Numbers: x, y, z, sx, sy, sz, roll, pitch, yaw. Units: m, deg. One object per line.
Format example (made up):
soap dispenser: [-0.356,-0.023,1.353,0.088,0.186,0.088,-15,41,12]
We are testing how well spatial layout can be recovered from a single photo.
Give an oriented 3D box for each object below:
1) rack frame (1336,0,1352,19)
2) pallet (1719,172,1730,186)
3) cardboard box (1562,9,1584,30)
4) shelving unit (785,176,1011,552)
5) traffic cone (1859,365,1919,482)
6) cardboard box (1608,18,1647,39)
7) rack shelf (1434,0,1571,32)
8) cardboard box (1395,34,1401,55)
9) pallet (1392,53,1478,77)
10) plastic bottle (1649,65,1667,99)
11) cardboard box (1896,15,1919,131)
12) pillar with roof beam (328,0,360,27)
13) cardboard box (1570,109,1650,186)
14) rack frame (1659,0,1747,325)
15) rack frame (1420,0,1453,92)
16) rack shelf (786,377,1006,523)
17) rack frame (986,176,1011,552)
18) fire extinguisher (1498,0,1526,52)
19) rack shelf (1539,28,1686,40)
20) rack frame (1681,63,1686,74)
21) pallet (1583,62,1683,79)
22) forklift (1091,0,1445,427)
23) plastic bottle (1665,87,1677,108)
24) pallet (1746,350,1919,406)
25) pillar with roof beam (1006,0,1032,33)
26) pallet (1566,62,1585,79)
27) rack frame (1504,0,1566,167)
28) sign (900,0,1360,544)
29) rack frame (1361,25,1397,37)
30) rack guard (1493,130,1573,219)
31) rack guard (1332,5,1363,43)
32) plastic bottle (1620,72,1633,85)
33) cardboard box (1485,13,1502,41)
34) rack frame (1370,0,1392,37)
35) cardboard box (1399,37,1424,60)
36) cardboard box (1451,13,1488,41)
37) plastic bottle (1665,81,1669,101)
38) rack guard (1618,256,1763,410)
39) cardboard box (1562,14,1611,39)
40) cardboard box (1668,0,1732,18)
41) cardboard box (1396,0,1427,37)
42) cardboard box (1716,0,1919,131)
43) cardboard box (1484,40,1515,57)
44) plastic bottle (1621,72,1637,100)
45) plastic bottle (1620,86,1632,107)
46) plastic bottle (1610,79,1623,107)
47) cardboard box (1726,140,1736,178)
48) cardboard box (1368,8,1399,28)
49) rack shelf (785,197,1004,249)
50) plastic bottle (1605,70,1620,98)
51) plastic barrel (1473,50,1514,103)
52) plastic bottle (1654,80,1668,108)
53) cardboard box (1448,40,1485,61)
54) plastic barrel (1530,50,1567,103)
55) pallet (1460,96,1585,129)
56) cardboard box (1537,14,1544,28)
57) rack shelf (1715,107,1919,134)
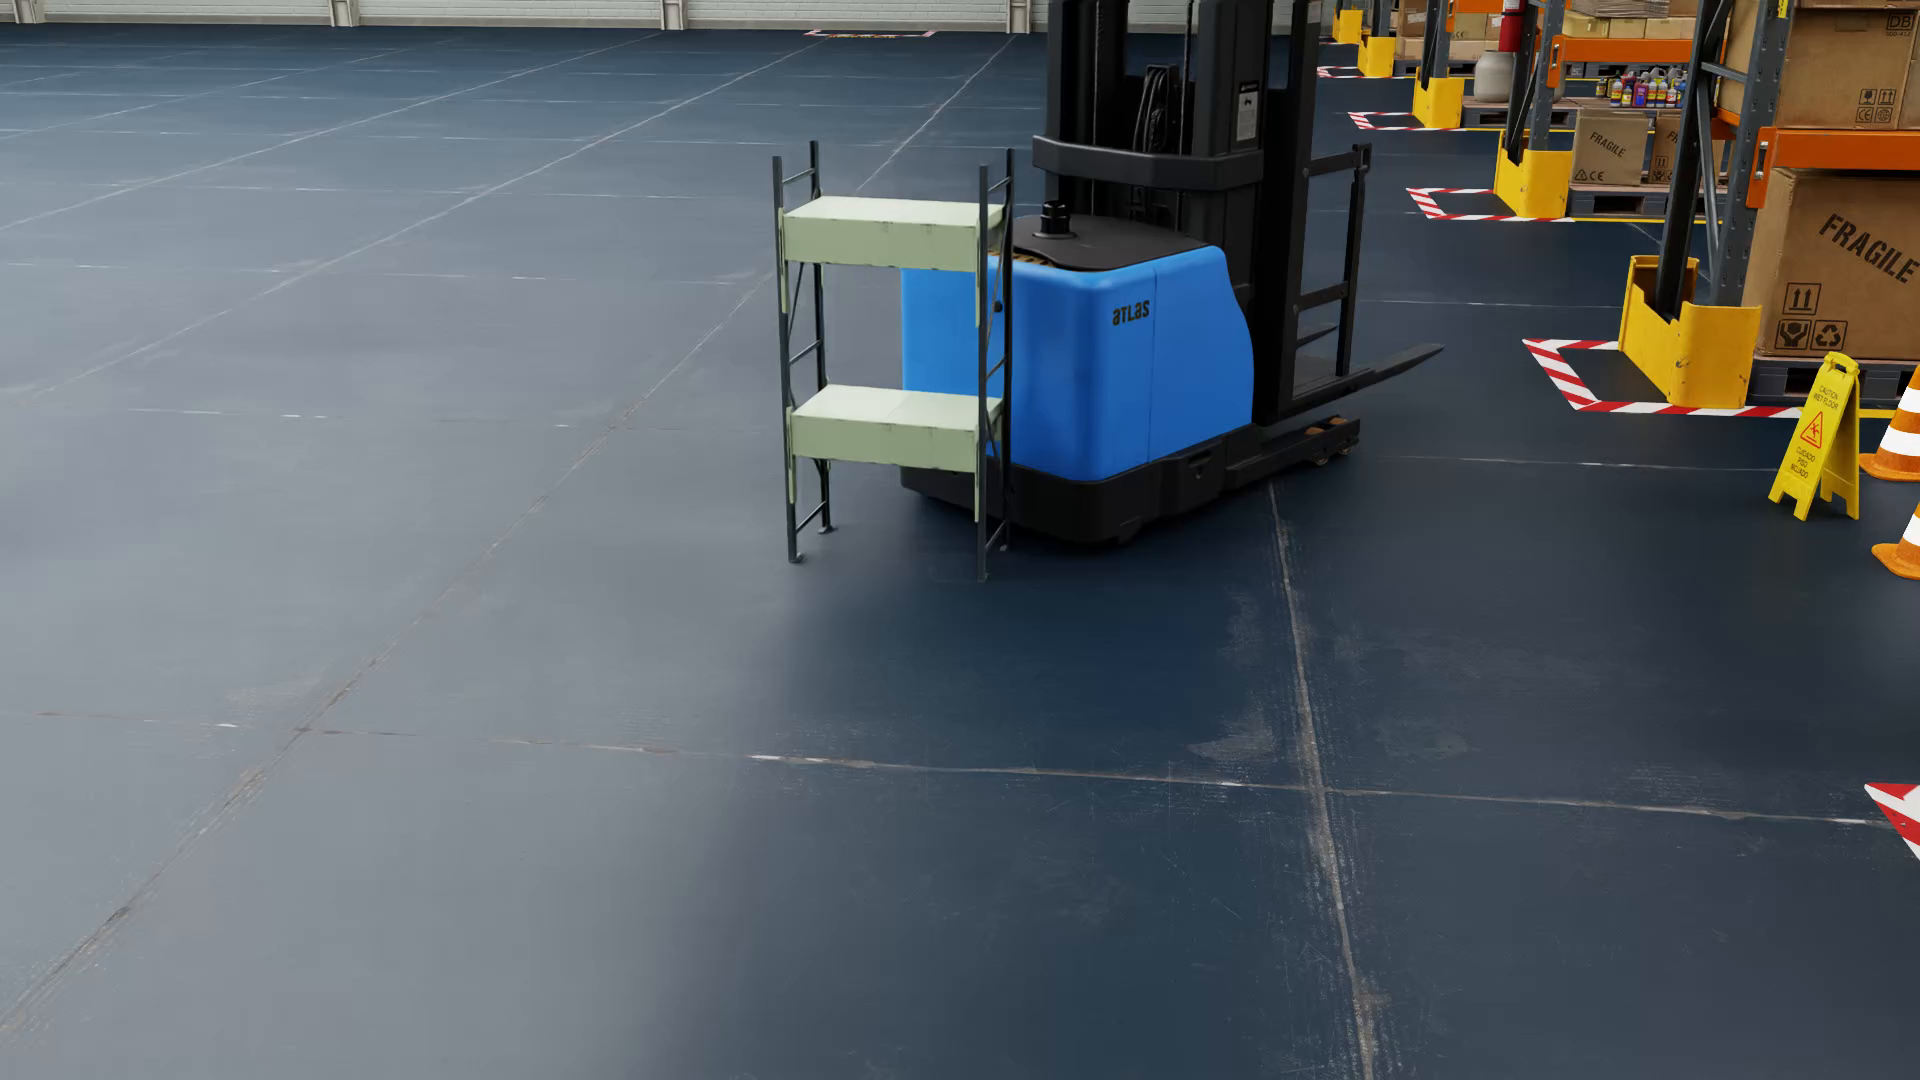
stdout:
rack frame: [5.579,-8.976,21.245,0.127,5.808,10.885,2,22,6]
pallet: [6.498,-2.647,12.849,1.213,0.211,1.003,2,22,6]
cardboard box: [4.719,-3.995,12.807,0.250,0.149,0.380,2,22,6]
shelving unit: [-0.220,-0.645,6.031,0.731,1.308,0.431,6,22,15]
traffic cone: [4.088,-0.521,7.129,0.334,0.463,0.336,2,22,6]
cardboard box: [4.912,-3.815,12.352,0.250,0.149,0.380,2,22,6]
rack shelf: [6.980,-5.436,17.089,4.000,0.370,1.077,2,22,6]
cardboard box: [6.148,-6.667,22.392,0.500,0.250,0.500,2,22,6]
pallet: [6.345,-6.351,22.218,1.213,0.211,1.003,2,22,6]
plastic bottle: [7.419,-4.878,17.703,0.185,0.351,0.144,3,22,9]
cardboard box: [4.650,-2.297,7.966,0.550,0.550,0.875,2,22,6]
pillar with roof beam: [-11.424,-11.757,23.939,0.400,9.000,9.100,2,22,6]
cardboard box: [5.029,-3.049,12.900,0.500,0.500,0.500,7,23,16]
rack frame: [3.728,-2.244,8.035,0.053,2.616,0.949,2,22,6]
rack frame: [4.994,-5.857,17.176,0.127,3.000,1.000,2,22,6]
rack shelf: [-0.225,-0.342,6.152,0.720,0.370,0.431,6,22,15]
rack frame: [0.127,-0.608,5.938,0.010,1.308,0.380,6,22,15]
fire extinguisher: [4.352,-4.186,13.054,0.183,0.674,0.296,2,22,6]
rack shelf: [6.397,-3.752,12.466,3.809,0.052,0.919,2,22,6]
rack frame: [9.553,-7.493,21.312,0.127,3.000,1.000,2,22,6]
pallet: [8.768,-6.246,21.951,1.213,0.211,1.003,2,22,6]
forklift: [1.136,-1.802,7.010,1.121,2.935,3.031,19,29,40]
plastic bottle: [7.296,-4.545,17.064,0.097,0.201,0.097,0,22,0]
pallet: [4.531,-0.940,8.530,1.213,0.211,1.003,2,22,6]
pillar with roof beam: [0.492,-11.238,22.625,0.400,9.000,9.100,2,22,6]
pallet: [7.553,-6.298,22.082,1.213,0.211,1.003,2,22,6]
rack frame: [4.411,-4.049,12.602,0.127,3.000,1.000,2,22,6]
sign: [0.734,-1.599,6.641,2.025,2.768,2.177,2,22,6]
rack frame: [7.038,-8.126,26.708,1.213,0.211,1.003,2,22,6]
rack guard: [4.487,-2.883,13.053,0.348,0.500,1.175,2,22,6]
rack guard: [6.236,-8.309,26.776,0.348,0.500,1.175,2,22,6]
plastic bottle: [7.117,-4.855,17.747,0.135,0.276,0.152,3,22,7]
cardboard box: [7.082,-6.789,21.680,0.500,0.500,0.500,2,22,6]
rack frame: [5.581,-7.666,21.750,0.127,3.000,1.000,2,22,6]
cardboard box: [6.087,-6.478,21.914,0.500,0.250,0.500,2,22,6]
cardboard box: [9.523,-6.671,21.382,6.424,0.500,0.536,2,22,6]
plastic bottle: [7.449,-4.763,17.615,0.097,0.201,0.097,0,22,0]
rack guard: [3.703,-1.081,8.495,0.348,0.500,1.175,2,22,6]
cardboard box: [4.666,-3.833,12.397,0.250,0.149,0.380,2,22,6]
cardboard box: [5.465,-4.222,12.499,0.500,0.500,0.875,2,22,6]
cardboard box: [6.148,-7.017,22.256,0.500,0.500,0.500,2,22,6]
cardboard box: [4.101,-2.313,8.006,0.550,0.550,0.875,2,22,6]
cardboard box: [7.081,-6.436,21.808,0.500,0.250,0.500,2,22,6]
plastic bottle: [7.105,-4.820,17.647,0.133,0.283,0.061,2,22,6]
plastic bottle: [6.861,-4.564,17.112,0.097,0.201,0.097,0,22,0]
plastic bottle: [6.758,-4.601,17.110,0.097,0.271,0.097,0,22,0]
cardboard box: [6.247,-3.001,12.781,0.500,0.500,0.500,5,22,11]
cardboard box: [6.837,-8.366,26.580,0.500,0.311,0.500,0,22,0]
rack shelf: [-0.225,-1.099,5.853,0.686,0.124,0.368,6,22,15]
plastic bottle: [6.988,-4.881,17.802,0.133,0.283,0.061,3,22,8]
plastic barrel: [5.657,-4.895,17.555,0.421,0.512,0.421,0,22,0]
plastic bottle: [7.198,-4.582,17.062,0.097,0.271,0.097,0,22,0]
cardboard box: [6.584,-6.458,21.863,0.500,0.250,0.500,2,22,6]
plastic barrel: [6.155,-4.874,17.500,0.421,0.512,0.421,0,22,0]
pallet: [5.881,-4.537,17.630,1.213,0.211,1.003,2,22,6]
cardboard box: [7.577,-6.761,21.610,0.500,0.500,0.500,2,22,6]
rack shelf: [5.713,-1.946,7.897,3.809,0.052,0.919,2,22,6]
